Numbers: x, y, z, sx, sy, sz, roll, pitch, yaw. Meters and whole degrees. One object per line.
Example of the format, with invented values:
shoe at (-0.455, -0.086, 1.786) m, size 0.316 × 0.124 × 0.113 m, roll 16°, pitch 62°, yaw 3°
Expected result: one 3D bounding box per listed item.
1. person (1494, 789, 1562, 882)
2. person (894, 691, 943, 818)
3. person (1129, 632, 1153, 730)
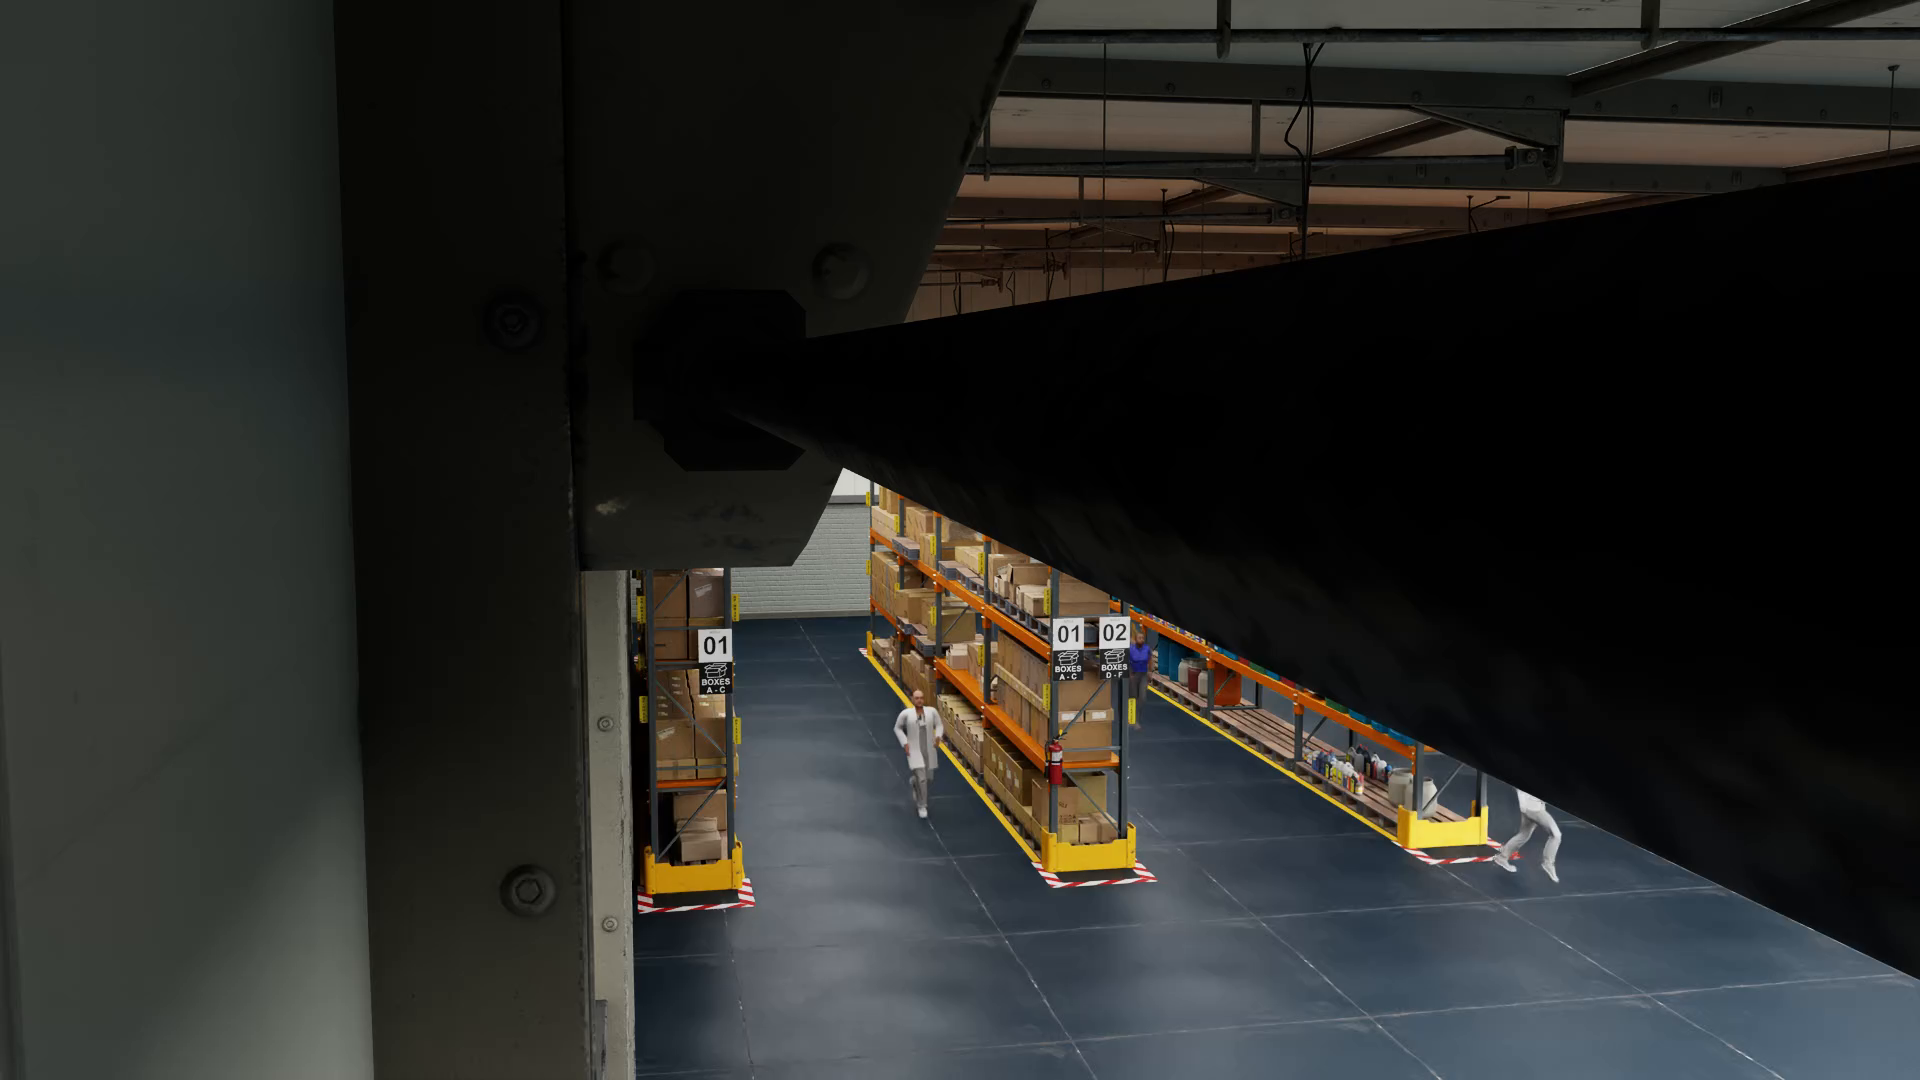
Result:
person at (7.073, 3.358, 20.544) m, size 0.792 × 1.725 × 0.636 m, roll 2°, pitch 6°, yaw 18°
person at (-0.572, 3.004, 23.637) m, size 0.708 × 1.764 × 0.786 m, roll -2°, pitch 6°, yaw -16°
person at (2.983, 2.336, 27.929) m, size 0.598 × 1.628 × 0.606 m, roll -2°, pitch 6°, yaw -16°
